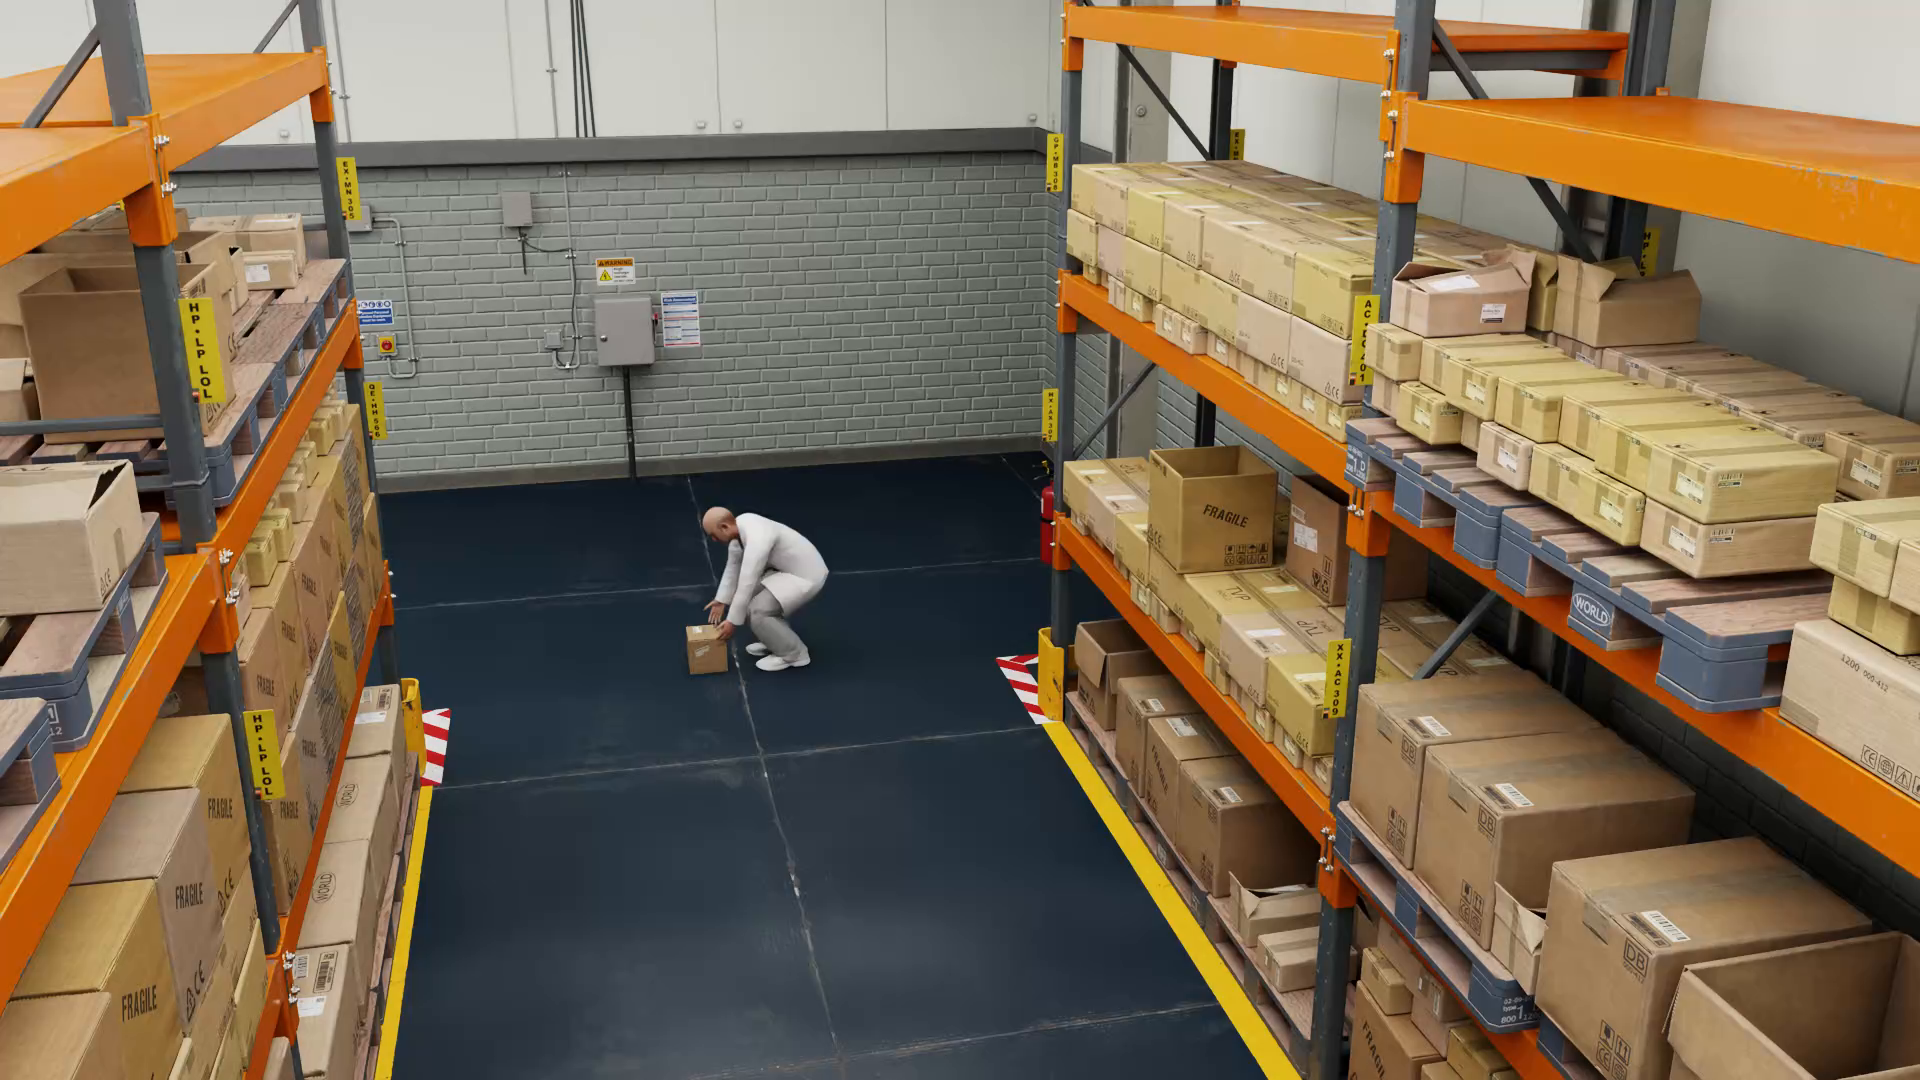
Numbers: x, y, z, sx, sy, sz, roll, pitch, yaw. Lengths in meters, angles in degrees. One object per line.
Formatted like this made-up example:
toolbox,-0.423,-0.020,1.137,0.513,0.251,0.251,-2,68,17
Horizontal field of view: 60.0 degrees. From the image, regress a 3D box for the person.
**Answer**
person,-1.301,0.301,11.206,0.842,1.137,0.620,-4,20,-13
